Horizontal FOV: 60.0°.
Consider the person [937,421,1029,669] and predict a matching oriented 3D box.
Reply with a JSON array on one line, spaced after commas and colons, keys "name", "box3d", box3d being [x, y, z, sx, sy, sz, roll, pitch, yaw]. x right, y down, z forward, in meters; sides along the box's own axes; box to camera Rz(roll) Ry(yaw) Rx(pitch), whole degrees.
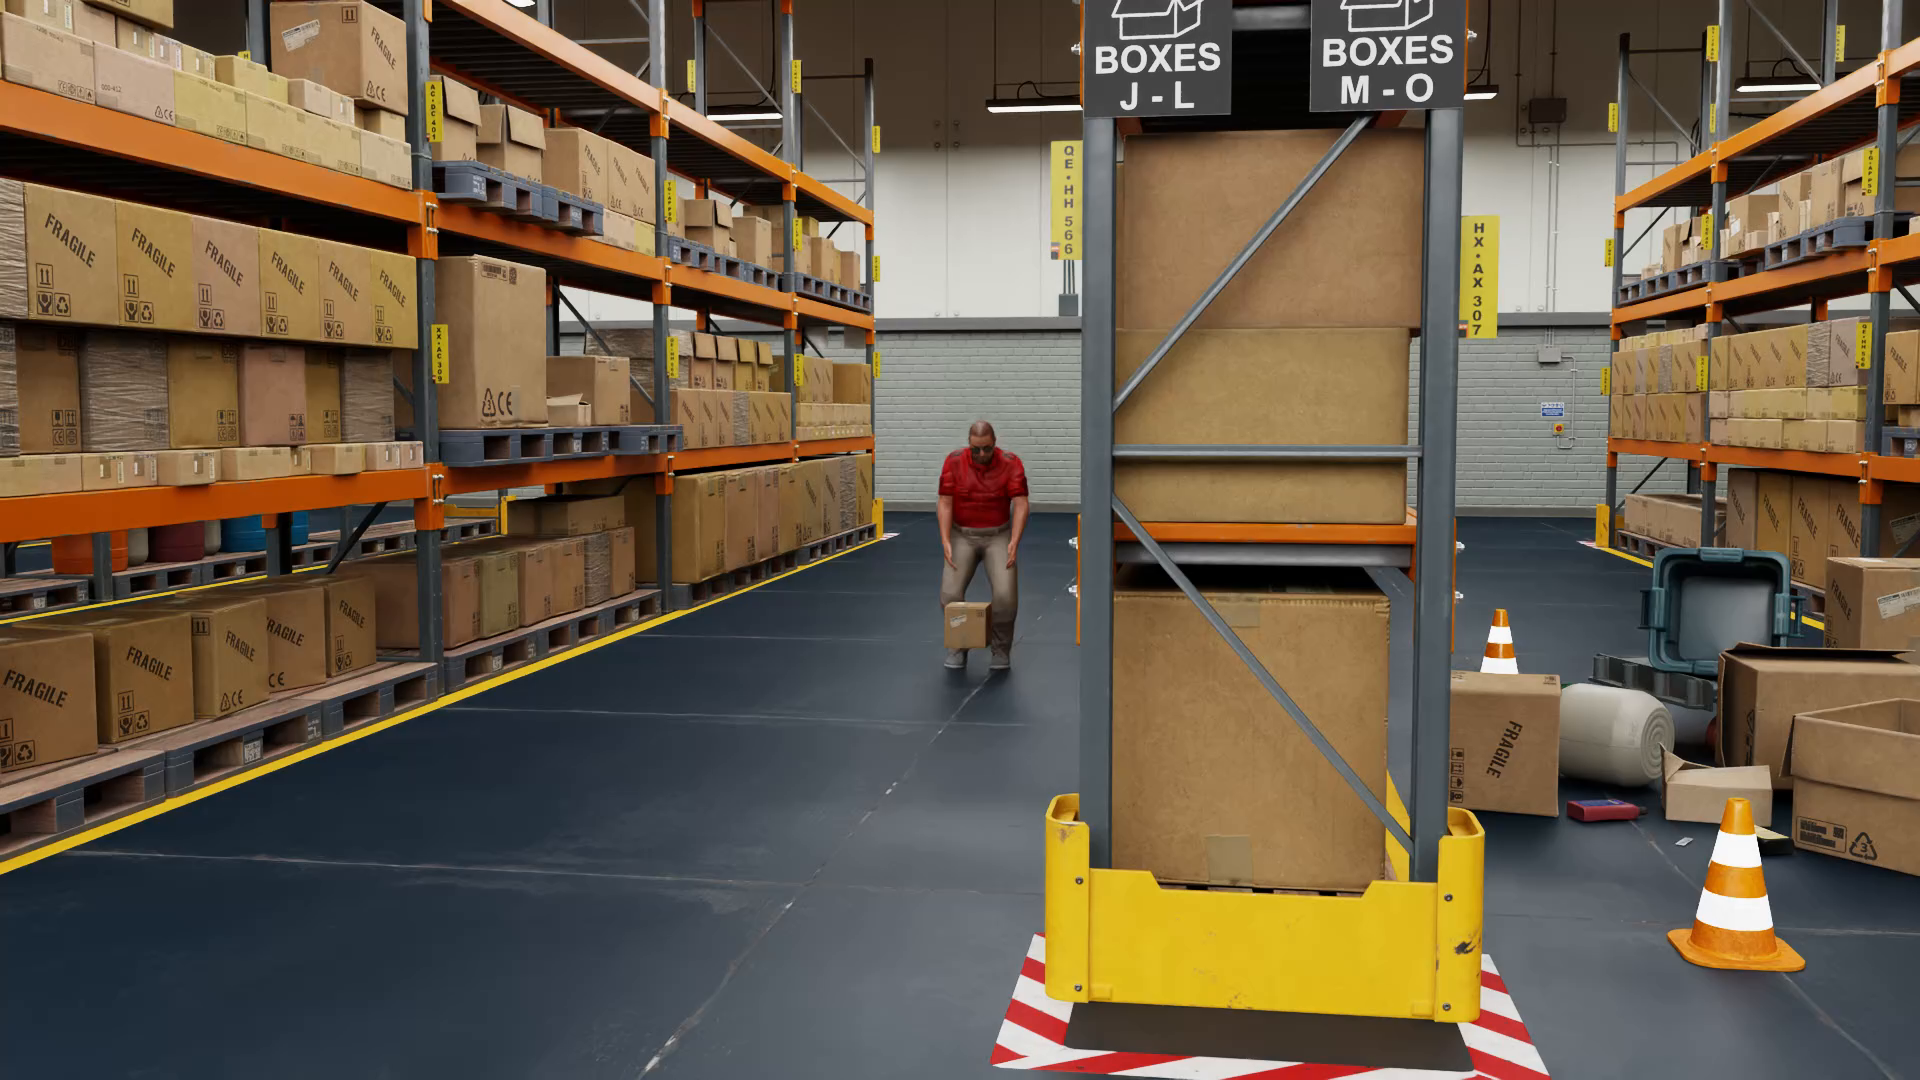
[{"name": "person", "box3d": [0.154, 0.030, 10.494, 0.581, 1.566, 0.574, 1, 4, 9]}]
